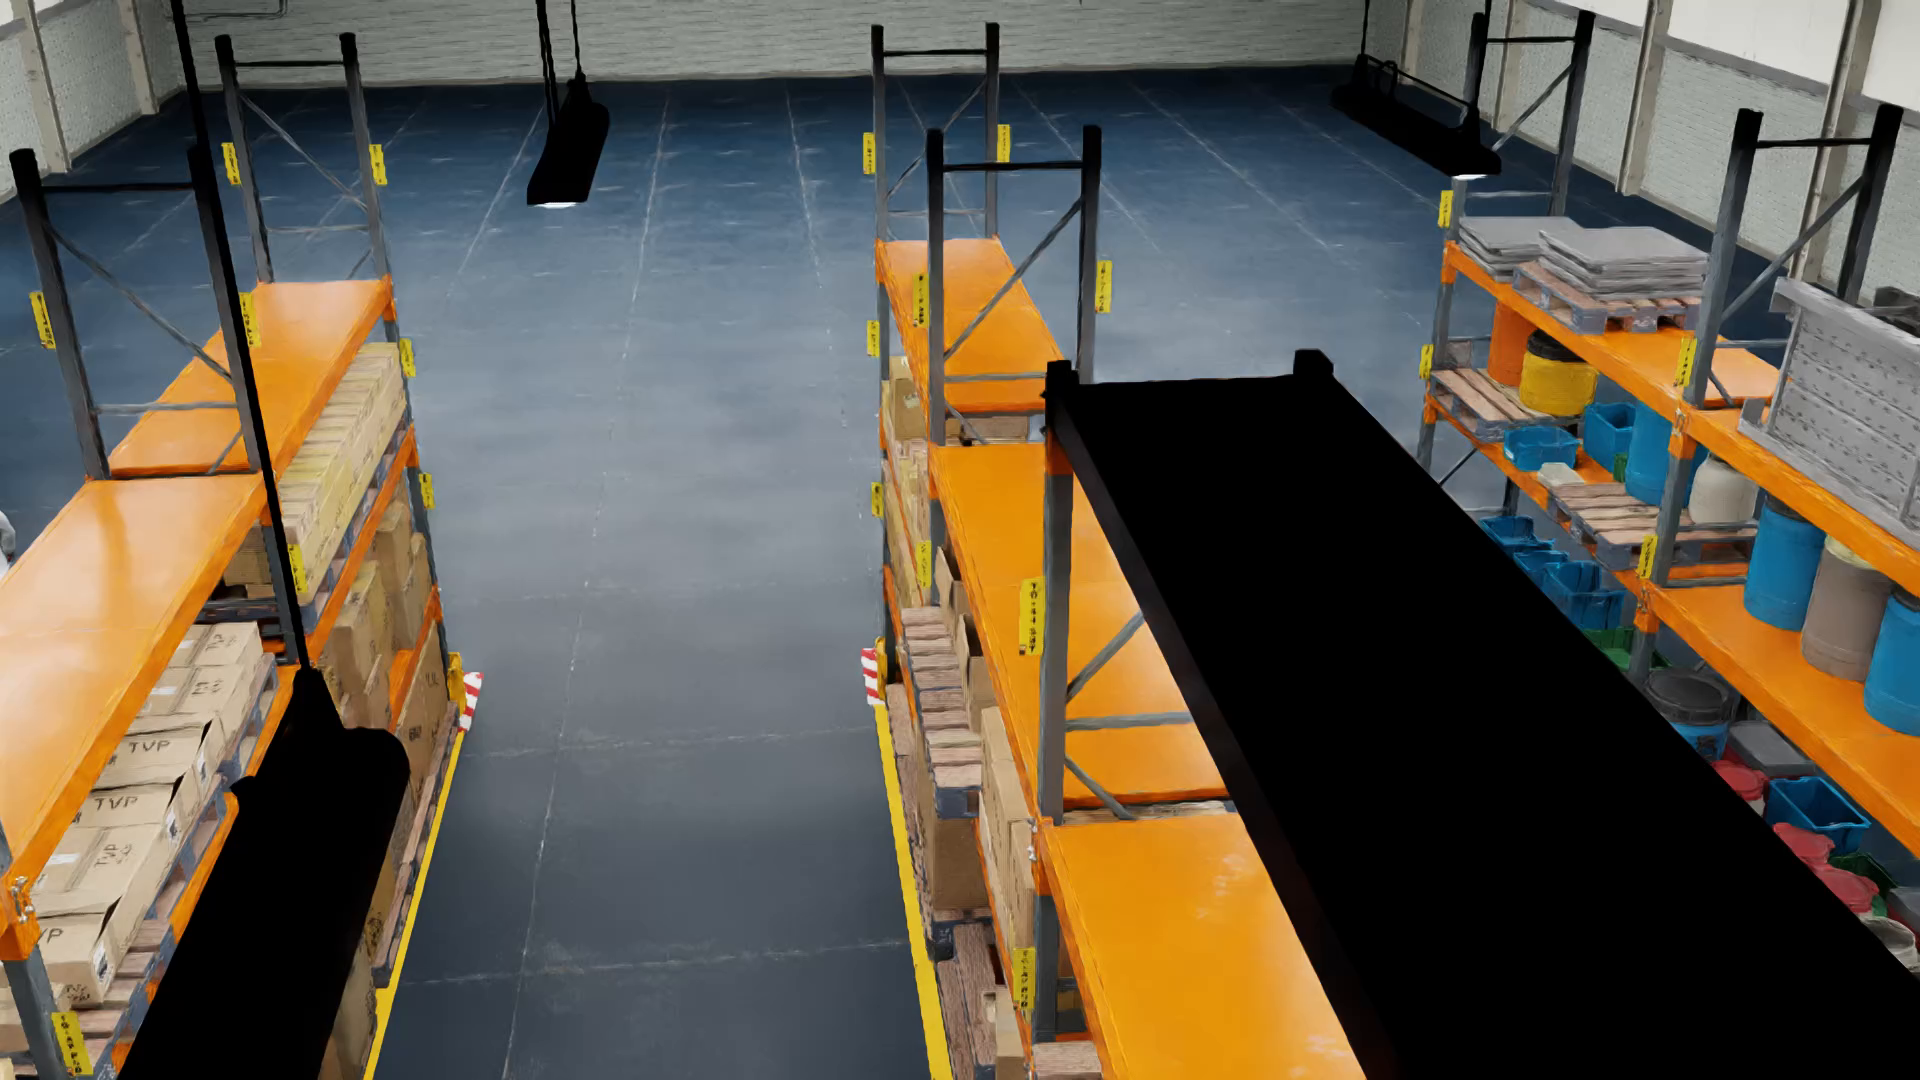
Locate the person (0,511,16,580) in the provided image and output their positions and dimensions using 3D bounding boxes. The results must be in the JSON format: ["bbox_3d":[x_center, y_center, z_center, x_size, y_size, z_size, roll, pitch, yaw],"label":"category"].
[{"bbox_3d":[-9.384,0.277,15.902,0.724,1.732,0.829,-9,27,-19],"label":"person"}]
